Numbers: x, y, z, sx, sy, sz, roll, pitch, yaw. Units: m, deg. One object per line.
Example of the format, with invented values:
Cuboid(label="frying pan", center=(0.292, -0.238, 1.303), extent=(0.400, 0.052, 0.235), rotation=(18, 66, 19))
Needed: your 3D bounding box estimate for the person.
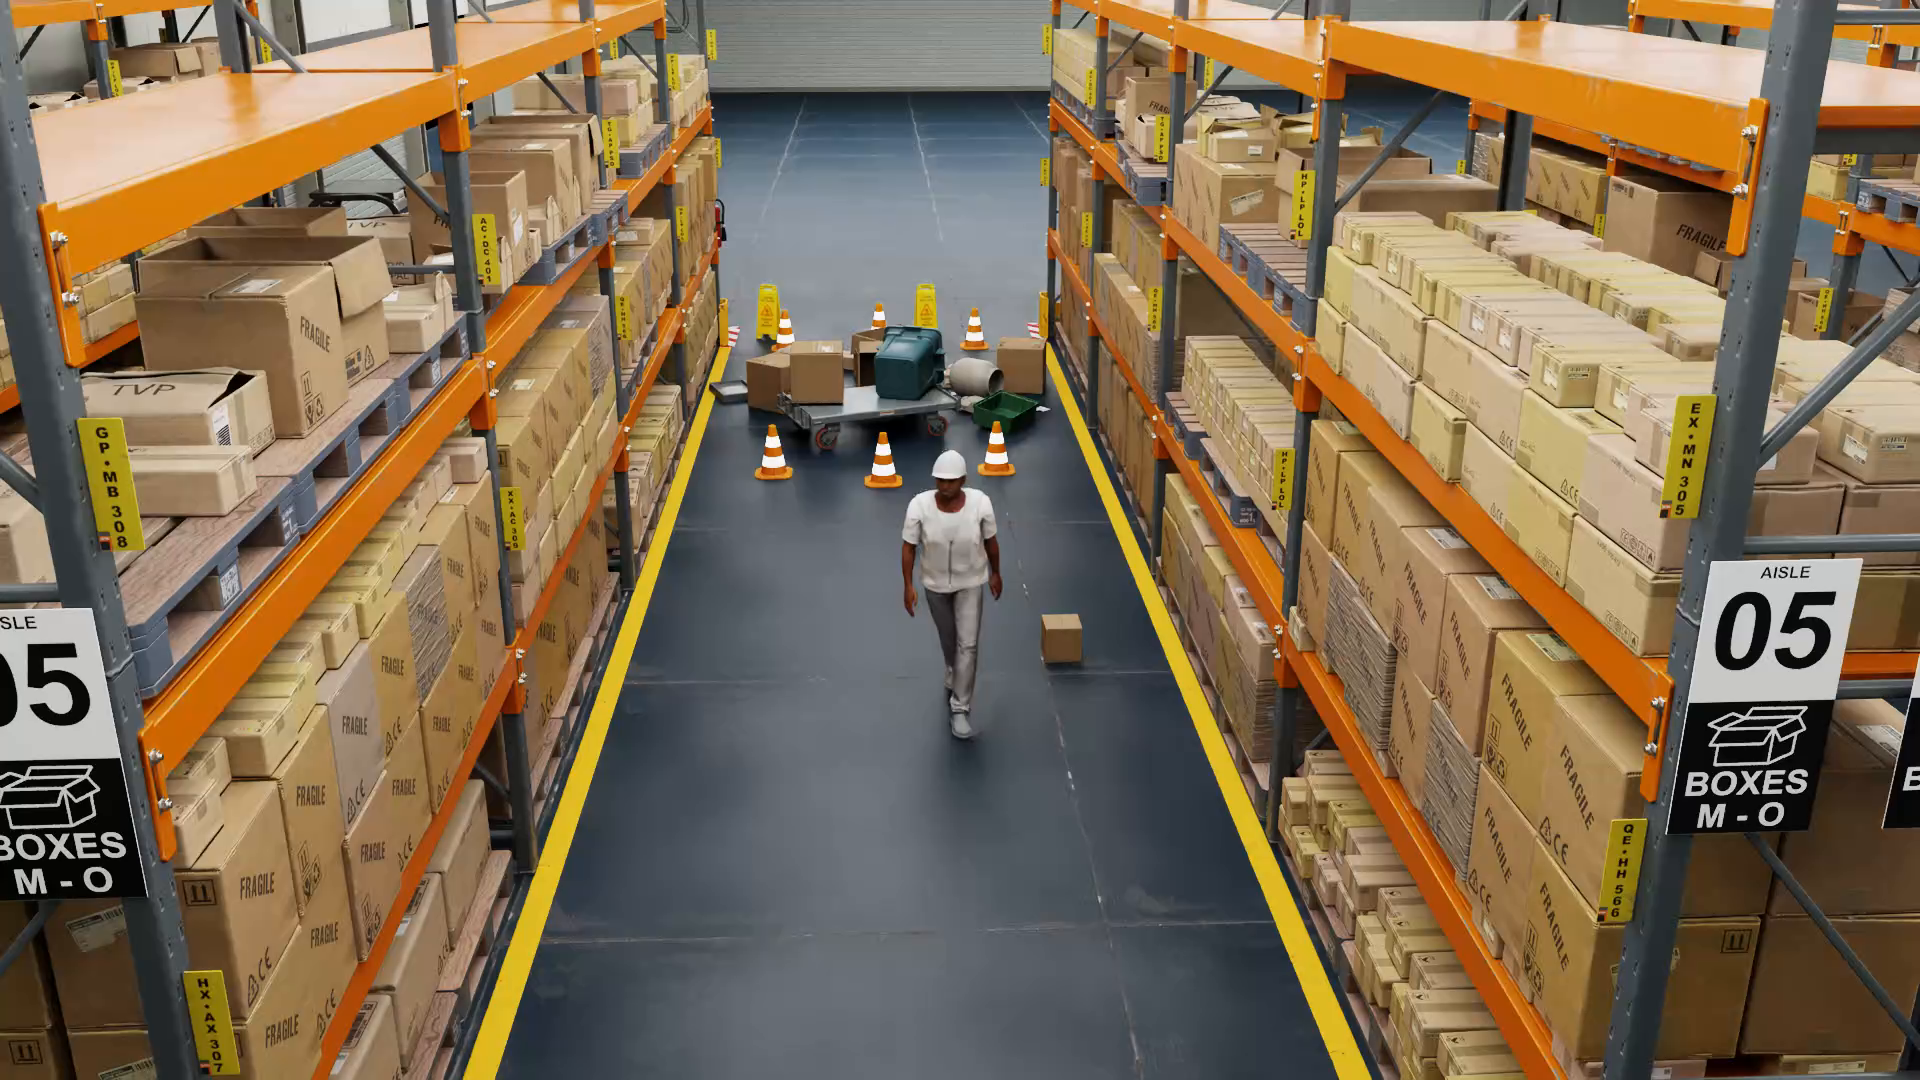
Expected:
Cuboid(label="person", center=(-0.068, 0.289, 10.270), extent=(0.604, 1.701, 1.055), rotation=(3, 20, 8))
